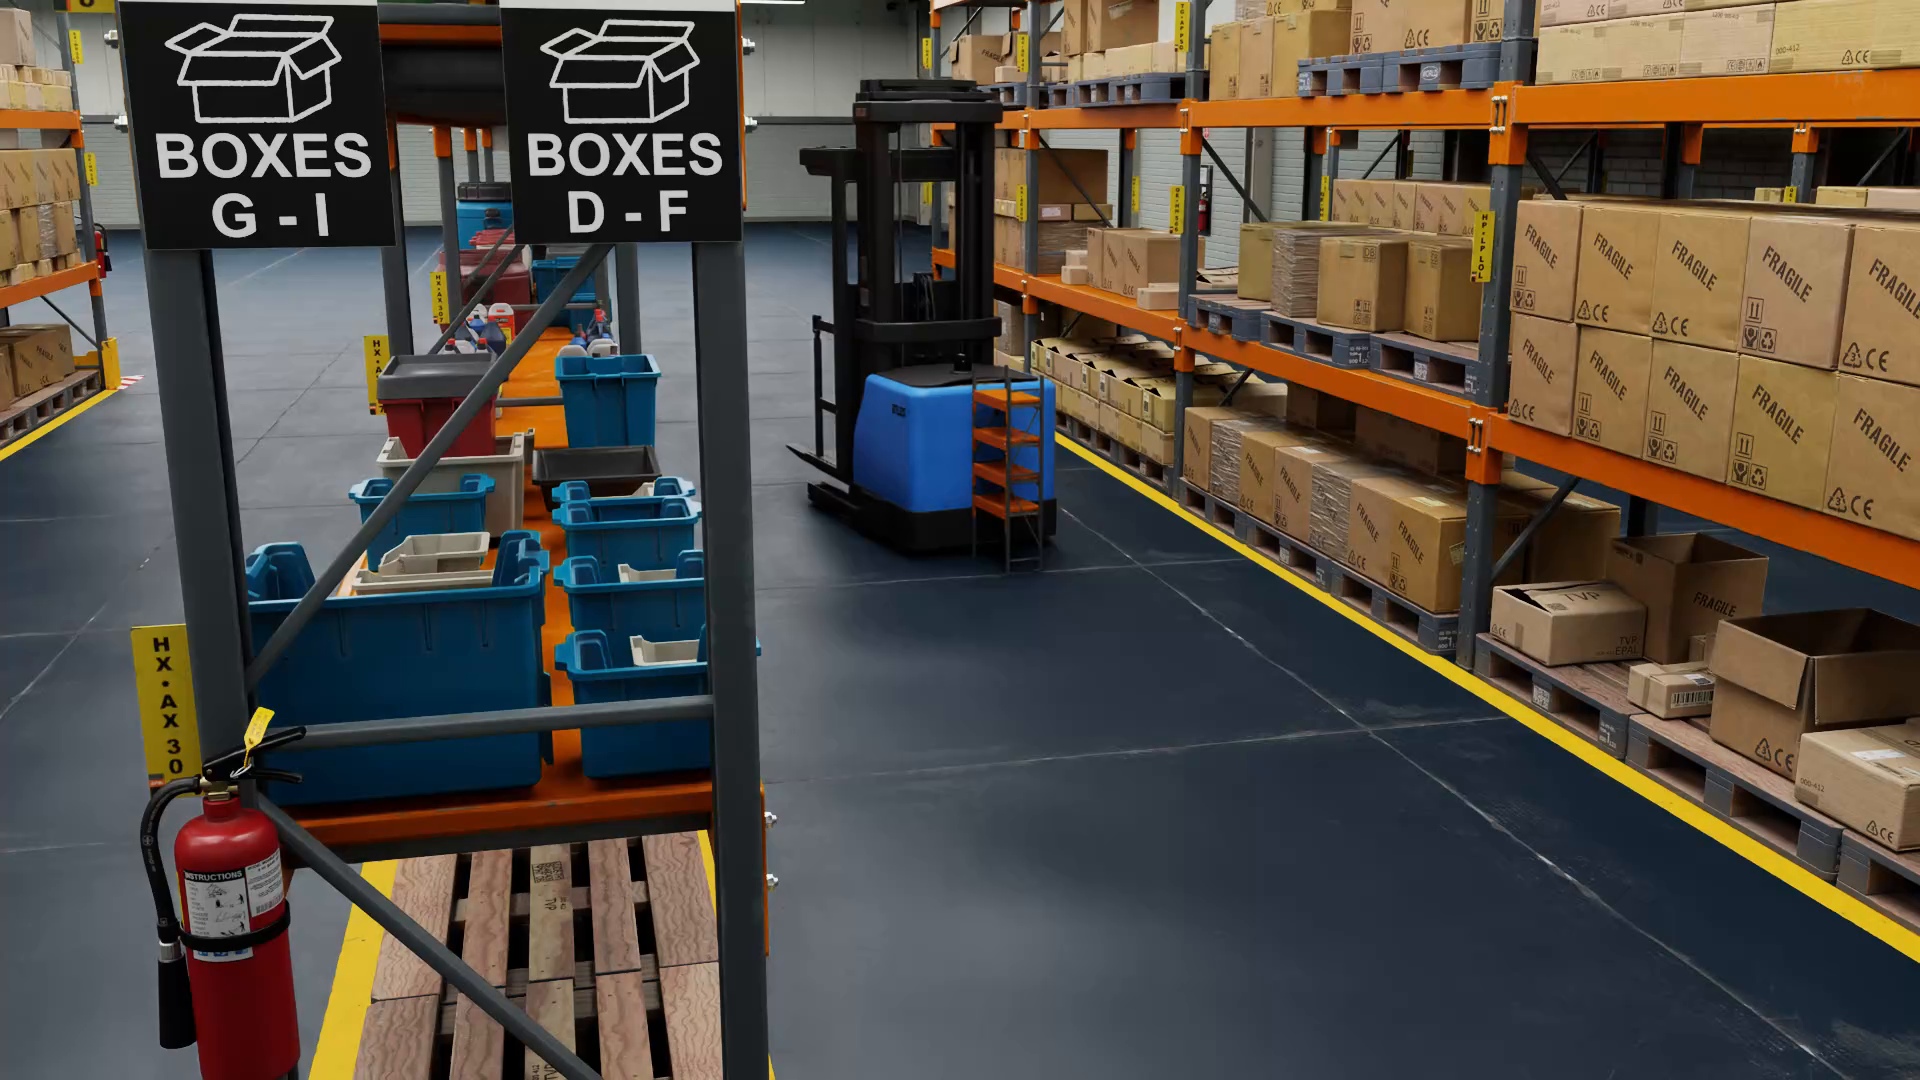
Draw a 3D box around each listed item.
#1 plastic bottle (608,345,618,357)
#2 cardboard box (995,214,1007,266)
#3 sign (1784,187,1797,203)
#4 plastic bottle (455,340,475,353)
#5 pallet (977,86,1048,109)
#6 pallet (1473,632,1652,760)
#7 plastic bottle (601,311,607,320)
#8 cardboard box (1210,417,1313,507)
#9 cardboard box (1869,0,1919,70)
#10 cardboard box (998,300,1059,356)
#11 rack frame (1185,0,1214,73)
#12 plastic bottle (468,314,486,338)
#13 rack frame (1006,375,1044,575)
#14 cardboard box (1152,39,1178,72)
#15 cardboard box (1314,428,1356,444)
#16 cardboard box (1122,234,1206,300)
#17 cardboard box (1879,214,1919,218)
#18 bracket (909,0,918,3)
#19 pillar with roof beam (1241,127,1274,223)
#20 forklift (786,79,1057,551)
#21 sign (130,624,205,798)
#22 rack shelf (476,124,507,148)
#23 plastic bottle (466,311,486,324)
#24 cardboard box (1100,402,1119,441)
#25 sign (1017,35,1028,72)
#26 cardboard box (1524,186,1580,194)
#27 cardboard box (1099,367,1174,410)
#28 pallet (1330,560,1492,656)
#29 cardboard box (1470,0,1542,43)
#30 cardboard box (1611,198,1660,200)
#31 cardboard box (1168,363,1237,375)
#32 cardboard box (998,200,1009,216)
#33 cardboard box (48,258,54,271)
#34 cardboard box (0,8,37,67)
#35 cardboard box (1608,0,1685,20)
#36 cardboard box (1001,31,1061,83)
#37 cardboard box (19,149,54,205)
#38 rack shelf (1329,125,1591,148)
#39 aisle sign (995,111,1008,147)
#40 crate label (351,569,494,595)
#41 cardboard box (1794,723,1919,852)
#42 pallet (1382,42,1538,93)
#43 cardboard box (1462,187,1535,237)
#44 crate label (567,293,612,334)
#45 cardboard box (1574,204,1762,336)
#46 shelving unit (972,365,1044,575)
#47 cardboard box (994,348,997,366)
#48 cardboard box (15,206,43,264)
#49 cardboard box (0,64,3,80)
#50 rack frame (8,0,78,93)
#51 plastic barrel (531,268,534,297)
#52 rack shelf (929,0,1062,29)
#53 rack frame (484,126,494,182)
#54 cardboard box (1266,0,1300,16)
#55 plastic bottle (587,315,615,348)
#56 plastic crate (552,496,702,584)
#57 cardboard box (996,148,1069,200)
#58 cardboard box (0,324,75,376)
[{"bbox_3d":[-1.708,-0.824,8.226,0.061,0.283,0.133,-3,14,-13],"label":"plastic bottle"},{"bbox_3d":[0.754,-3.076,16.987,0.700,0.500,0.500,-3,14,-12],"label":"cardboard box"},{"bbox_3d":[6.337,-2.534,12.706,0.100,0.325,0.005,-3,14,-13],"label":"sign"},{"bbox_3d":[-2.525,-0.865,8.410,0.152,0.276,0.135,-3,14,-13],"label":"plastic bottle"},{"bbox_3d":[0.600,-4.579,17.214,1.003,0.211,1.213,-3,14,-13],"label":"pallet"},{"bbox_3d":[3.148,0.670,7.738,1.003,0.211,1.213,-3,14,-13],"label":"pallet"},{"bbox_3d":[-2.149,-1.232,9.922,0.097,0.271,0.097,0,14,0],"label":"plastic bottle"},{"bbox_3d":[2.006,-0.524,11.089,0.500,0.500,0.500,-4,14,-15],"label":"cardboard box"},{"bbox_3d":[3.313,-1.639,5.310,0.500,0.250,0.500,-3,14,-13],"label":"cardboard box"},{"bbox_3d":[0.681,-2.132,16.660,0.500,0.500,0.500,-3,14,-13],"label":"cardboard box"},{"bbox_3d":[2.048,-4.680,11.121,1.000,3.000,0.127,-3,14,-13],"label":"rack frame"},{"bbox_3d":[-2.812,-1.178,9.701,0.097,0.271,0.097,0,14,0],"label":"plastic bottle"},{"bbox_3d":[0.389,-0.385,9.975,0.240,1.200,0.015,-6,15,-23],"label":"rack frame"},{"bbox_3d":[1.746,-3.575,12.352,0.500,0.250,0.500,-3,14,-12],"label":"cardboard box"},{"bbox_3d":[2.617,-0.443,10.759,0.500,0.500,0.500,-4,14,-15],"label":"cardboard box"},{"bbox_3d":[1.638,-2.200,13.402,0.500,0.500,0.500,-4,14,-16],"label":"cardboard box"},{"bbox_3d":[3.716,-0.924,6.073,0.500,0.500,0.500,-3,14,-14],"label":"cardboard box"},{"bbox_3d":[-1.305,-15.243,46.773,0.235,0.232,0.430,-3,14,-13],"label":"bracket"},{"bbox_3d":[0.395,-7.833,24.029,9.100,9.000,0.400,-3,14,-13],"label":"pillar with roof beam"},{"bbox_3d":[-0.439,-1.663,11.557,1.130,2.935,3.031,-6,15,-23],"label":"forklift"},{"bbox_3d":[-1.420,0.310,2.992,0.100,0.325,0.005,-3,14,-13],"label":"sign"},{"bbox_3d":[-4.177,-3.982,16.101,1.077,0.370,4.000,-3,14,-13],"label":"rack shelf"},{"bbox_3d":[-2.872,-1.205,9.802,0.152,0.276,0.135,-3,14,-13],"label":"plastic bottle"},{"bbox_3d":[1.448,-0.976,13.512,0.500,0.250,0.500,-3,14,-12],"label":"cardboard box"},{"bbox_3d":[0.570,-4.404,15.055,0.100,0.325,0.005,-3,14,-13],"label":"sign"},{"bbox_3d":[6.016,-3.386,17.162,0.500,0.500,0.500,-4,14,-14],"label":"cardboard box"},{"bbox_3d":[1.441,-1.249,13.448,0.500,0.311,0.500,-3,14,-14],"label":"cardboard box"},{"bbox_3d":[2.760,0.326,9.146,1.003,0.211,1.213,-3,14,-13],"label":"pallet"},{"bbox_3d":[2.941,-2.721,8.119,0.600,0.600,0.600,-5,14,-19],"label":"cardboard box"},{"bbox_3d":[6.319,-2.829,15.047,0.700,0.500,0.500,-1,14,-5],"label":"cardboard box"},{"bbox_3d":[1.961,-1.282,13.581,0.500,0.311,0.500,-4,14,-15],"label":"cardboard box"},{"bbox_3d":[0.599,-3.338,16.690,0.380,0.149,0.250,-3,14,-13],"label":"cardboard box"},{"bbox_3d":[-8.964,-2.652,15.993,0.380,0.149,0.250,-3,14,-13],"label":"cardboard box"},{"bbox_3d":[-8.851,-4.609,15.262,0.500,0.500,0.500,-3,14,-13],"label":"cardboard box"},{"bbox_3d":[2.979,-2.229,6.671,0.500,0.250,0.500,-3,14,-13],"label":"cardboard box"},{"bbox_3d":[0.844,-4.855,16.759,0.797,0.503,0.637,-2,14,-7],"label":"cardboard box"},{"bbox_3d":[-8.854,-3.395,15.558,0.500,0.500,0.500,-3,14,-13],"label":"cardboard box"},{"bbox_3d":[5.453,-4.534,18.362,1.077,0.370,4.000,-3,14,-13],"label":"rack shelf"},{"bbox_3d":[0.439,-4.905,19.208,0.394,0.787,0.004,-3,14,-13],"label":"aisle sign"},{"bbox_3d":[-1.399,0.146,4.440,0.396,0.136,0.243,-3,14,-13],"label":"crate label"},{"bbox_3d":[3.366,0.870,5.914,0.500,0.250,0.500,-3,14,-13],"label":"cardboard box"},{"bbox_3d":[2.903,-2.363,8.354,1.213,0.211,1.003,-3,14,-13],"label":"pallet"},{"bbox_3d":[5.511,-3.358,17.046,0.500,0.500,0.500,-3,14,-13],"label":"cardboard box"},{"bbox_3d":[-2.502,-1.527,11.210,0.303,0.233,0.416,-3,14,-13],"label":"crate label"},{"bbox_3d":[2.946,-1.134,6.929,0.500,0.500,0.500,-4,14,-15],"label":"cardboard box"},{"bbox_3d":[0.289,-0.438,10.191,0.258,1.200,0.503,-6,15,-23],"label":"shelving unit"},{"bbox_3d":[0.548,-1.882,17.218,0.500,0.250,0.500,-3,14,-13],"label":"cardboard box"},{"bbox_3d":[-8.943,-2.782,15.156,0.875,0.500,0.500,-3,14,-13],"label":"cardboard box"},{"bbox_3d":[-8.641,-4.106,14.568,0.380,0.149,0.250,-4,14,-14],"label":"cardboard box"},{"bbox_3d":[-9.461,-5.974,16.419,1.000,3.000,0.127,-3,14,-13],"label":"rack frame"},{"bbox_3d":[-3.545,-2.032,13.215,0.301,0.262,0.301,0,14,0],"label":"plastic barrel"},{"bbox_3d":[0.639,-5.520,16.920,1.077,0.370,4.000,-3,14,-13],"label":"rack shelf"},{"bbox_3d":[-4.646,-3.336,18.261,1.000,3.000,0.127,-3,14,-13],"label":"rack frame"},{"bbox_3d":[2.264,-3.538,10.452,0.500,0.500,0.500,-3,14,-13],"label":"cardboard box"},{"bbox_3d":[-1.918,-1.021,8.888,0.144,0.351,0.185,-3,14,-13],"label":"plastic bottle"},{"bbox_3d":[-0.936,0.028,4.717,0.416,0.233,0.300,-3,14,-13],"label":"plastic crate"},{"bbox_3d":[0.761,-3.701,16.812,0.700,0.500,0.500,-3,14,-13],"label":"cardboard box"},{"bbox_3d":[-9.331,-1.904,16.784,0.500,0.500,0.500,-1,14,-3],"label":"cardboard box"}]
